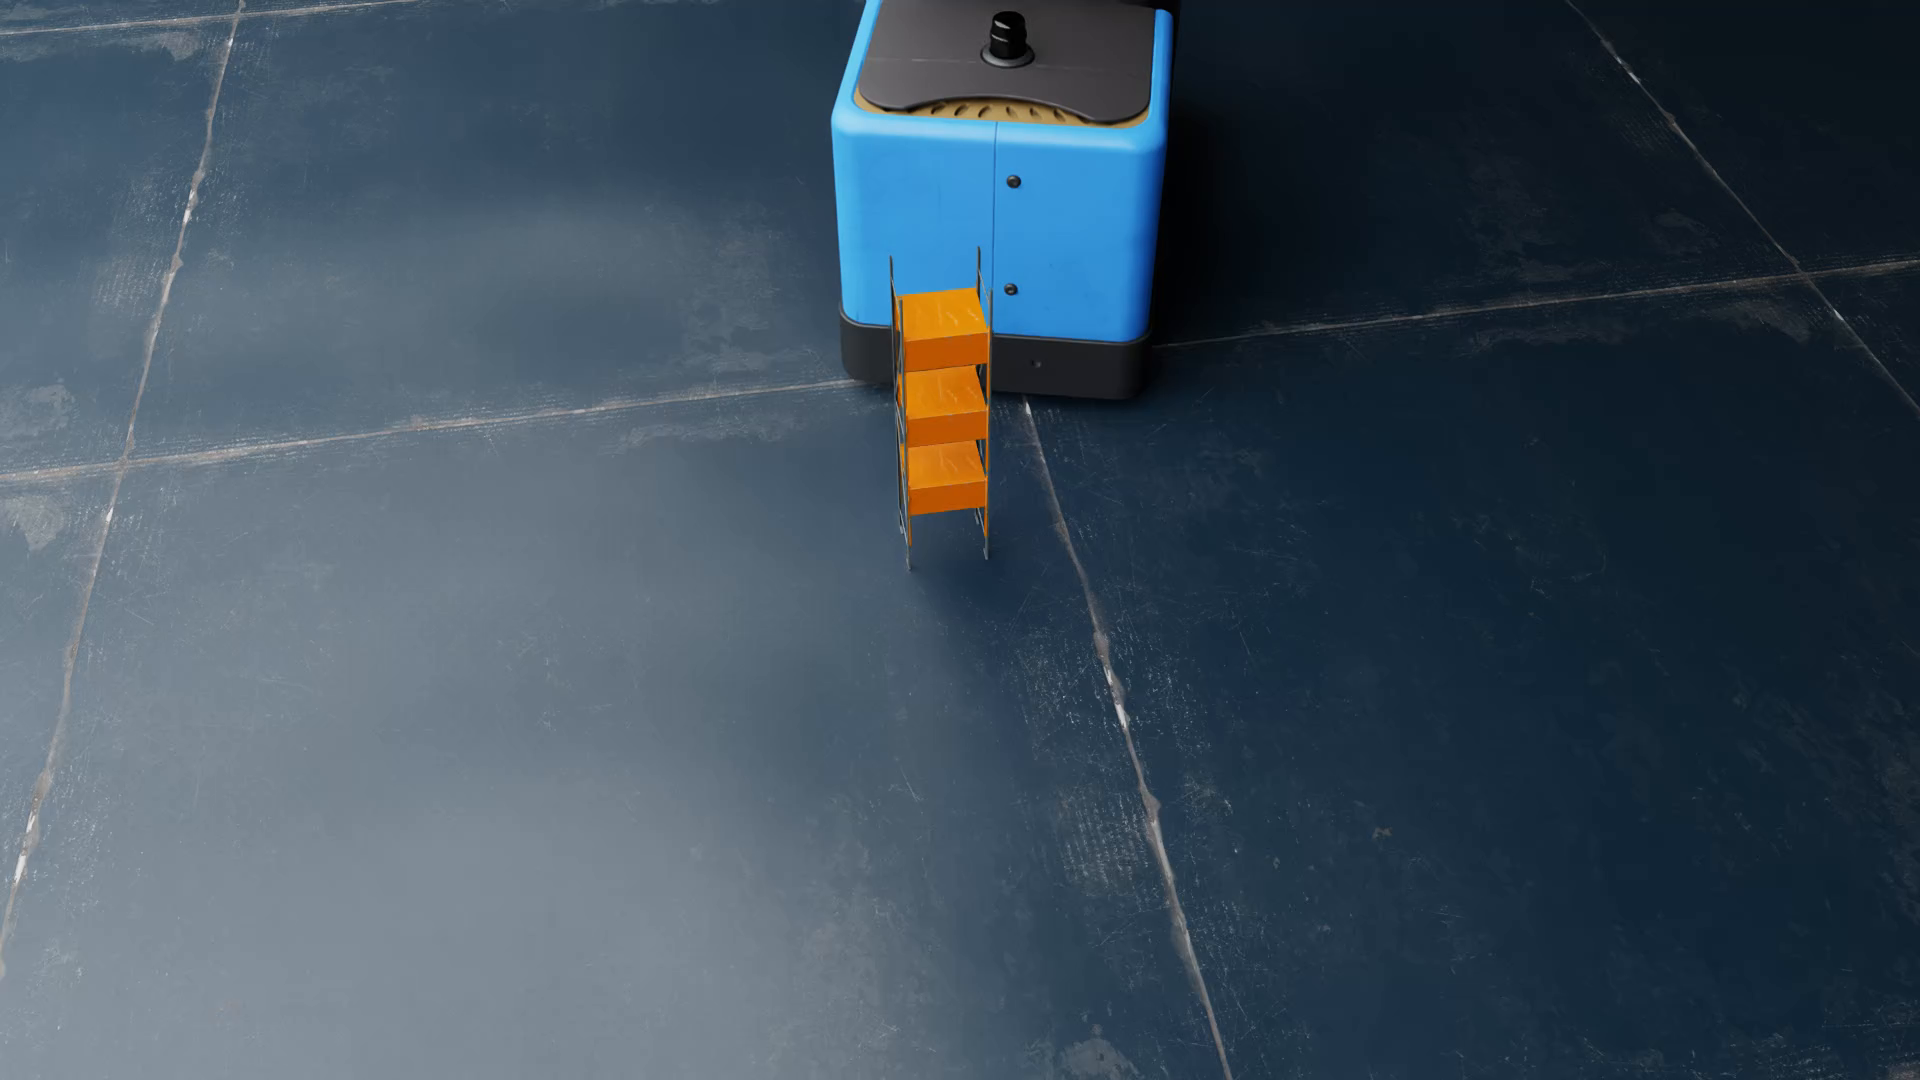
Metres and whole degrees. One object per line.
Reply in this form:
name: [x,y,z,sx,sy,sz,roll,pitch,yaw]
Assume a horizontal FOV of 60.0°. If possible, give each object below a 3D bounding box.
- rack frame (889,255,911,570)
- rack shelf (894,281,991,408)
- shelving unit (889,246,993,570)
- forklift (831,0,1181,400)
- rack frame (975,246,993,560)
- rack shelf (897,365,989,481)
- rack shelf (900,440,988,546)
rack frame: [-0.173,-0.343,4.851,0.008,1.050,0.200,-7,46,-7]
rack shelf: [-0.053,-0.547,4.669,0.240,0.259,0.215,-7,46,-7]
shelving unit: [-0.053,-0.358,4.866,0.252,1.050,0.215,-7,46,-7]
forklift: [0.275,-2.557,5.678,1.130,2.935,3.031,5,46,4]
rack frame: [0.067,-0.373,4.880,0.008,1.050,0.200,-7,46,-7]
rack shelf: [-0.053,-0.350,4.873,0.240,0.259,0.215,-7,46,-7]
rack shelf: [-0.053,-0.158,5.073,0.240,0.259,0.215,-7,46,-7]
